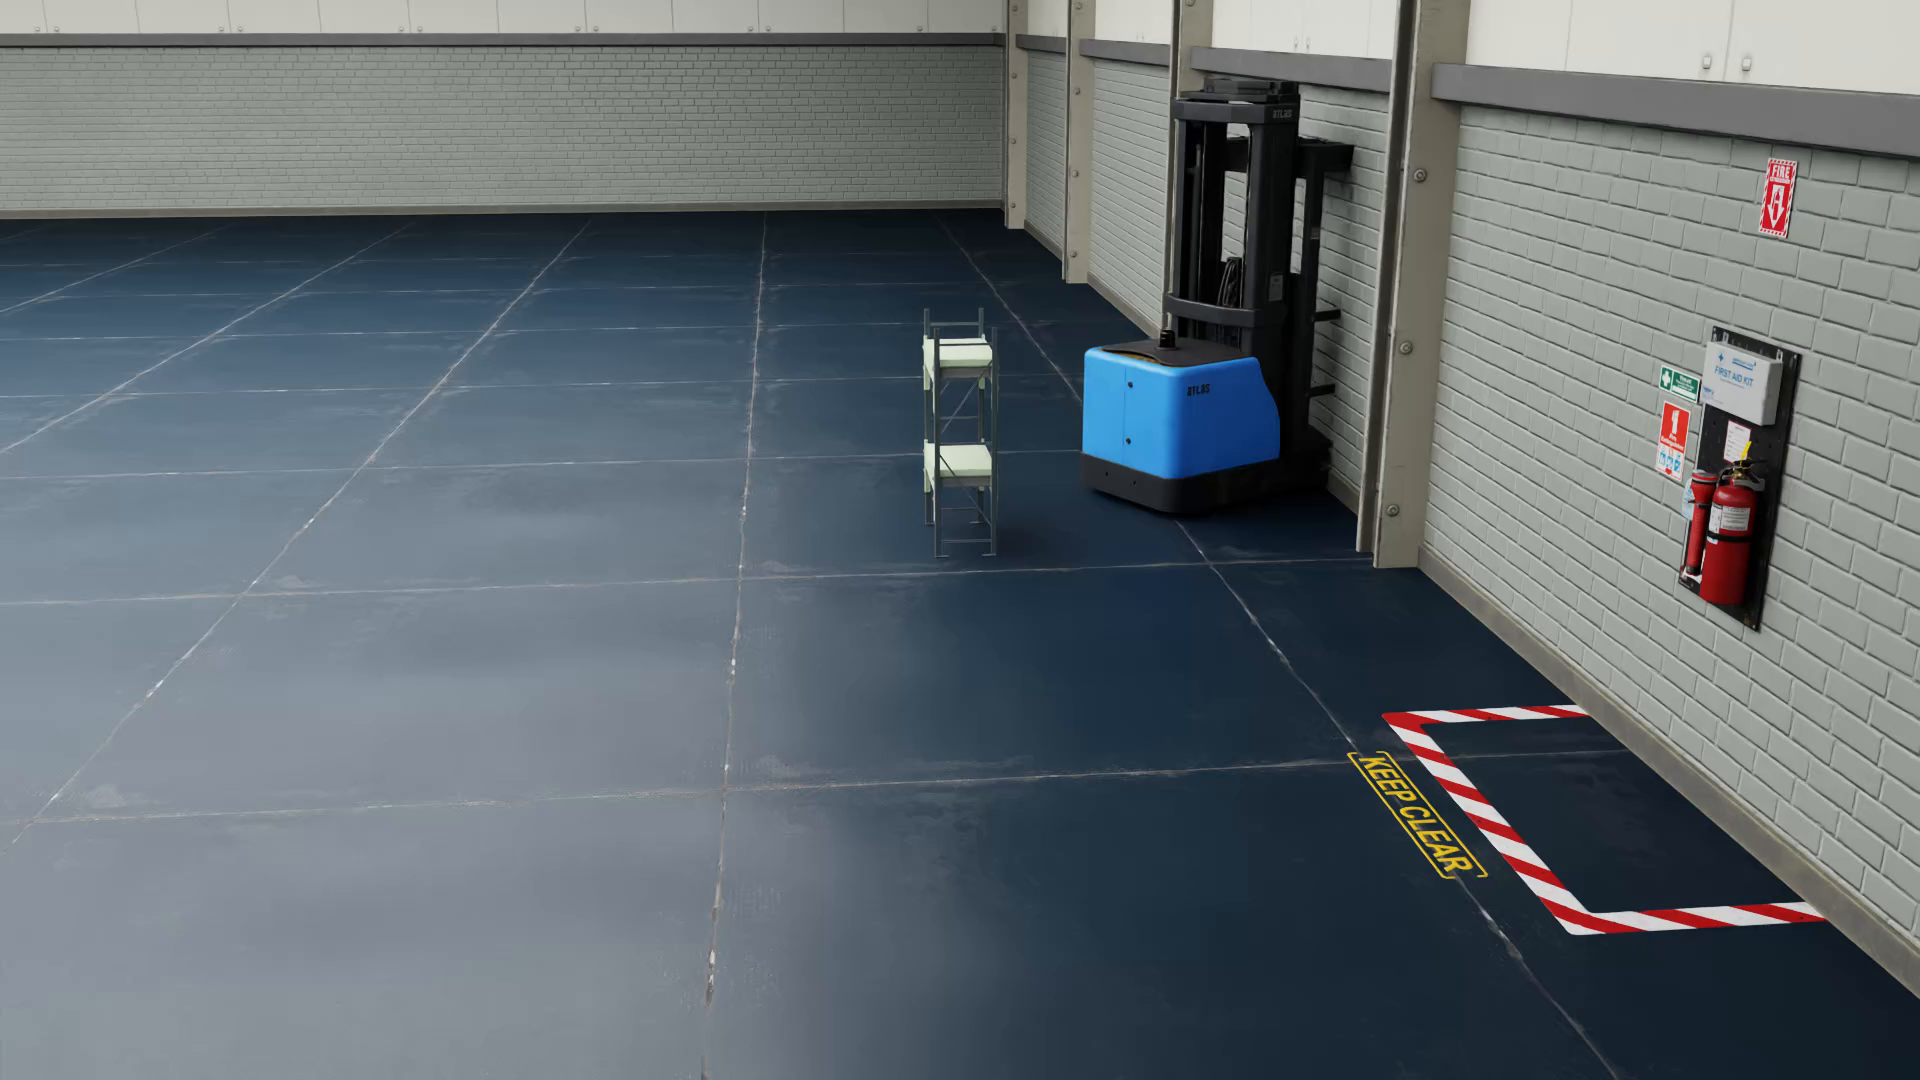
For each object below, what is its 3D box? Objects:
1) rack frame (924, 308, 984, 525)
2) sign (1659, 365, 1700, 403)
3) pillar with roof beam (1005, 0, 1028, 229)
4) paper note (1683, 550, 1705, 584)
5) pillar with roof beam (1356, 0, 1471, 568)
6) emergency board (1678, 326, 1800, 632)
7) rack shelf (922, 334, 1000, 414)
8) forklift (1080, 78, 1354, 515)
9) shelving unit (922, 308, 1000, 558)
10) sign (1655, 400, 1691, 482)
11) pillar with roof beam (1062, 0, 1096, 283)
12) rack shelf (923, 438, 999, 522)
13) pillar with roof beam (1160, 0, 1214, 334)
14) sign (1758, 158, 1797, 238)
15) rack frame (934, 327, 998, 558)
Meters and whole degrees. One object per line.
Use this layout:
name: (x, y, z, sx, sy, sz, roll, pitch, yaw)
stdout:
rack frame: (-0.038, -0.827, 11.306, 0.400, 1.500, 0.023, -2, 18, -6)
sign: (3.224, -0.701, 7.458, 0.001, 0.109, 0.331, -2, 18, -6)
pillar with roof beam: (-3.354, -9.407, 26.118, 9.100, 9.000, 0.400, -2, 18, -6)
paper note: (3.237, 0.101, 7.320, 0.016, 0.148, 0.142, -2, 18, -6)
pillar with roof beam: (-1.497, -4.044, 9.036, 9.100, 9.000, 0.400, -2, 18, -6)
emergency board: (3.187, -0.265, 7.013, 0.194, 1.169, 0.643, -2, 18, -6)
rack shelf: (-0.001, -1.090, 10.842, 0.431, 0.370, 0.720, -2, 18, -6)
forklift: (2.378, -1.898, 12.331, 3.031, 2.935, 1.130, -12, 21, -34)
shelving unit: (-0.001, -0.718, 10.959, 0.431, 1.500, 0.755, -2, 18, -6)
sign: (3.232, -0.450, 7.543, 0.001, 0.329, 0.234, -2, 18, -6)
pillar with roof beam: (-2.735, -7.620, 20.424, 9.100, 9.000, 0.400, -2, 18, -6)
rack shelf: (-0.001, -0.407, 11.056, 0.431, 0.370, 0.720, -2, 18, -6)
pillar with roof beam: (-2.116, -5.832, 14.730, 9.100, 9.000, 0.400, -2, 18, -6)
sign: (3.285, -1.376, 6.683, 0.001, 0.298, 0.199, -2, 18, -6)
rack frame: (0.037, -0.609, 10.611, 0.400, 1.500, 0.023, -2, 18, -6)
